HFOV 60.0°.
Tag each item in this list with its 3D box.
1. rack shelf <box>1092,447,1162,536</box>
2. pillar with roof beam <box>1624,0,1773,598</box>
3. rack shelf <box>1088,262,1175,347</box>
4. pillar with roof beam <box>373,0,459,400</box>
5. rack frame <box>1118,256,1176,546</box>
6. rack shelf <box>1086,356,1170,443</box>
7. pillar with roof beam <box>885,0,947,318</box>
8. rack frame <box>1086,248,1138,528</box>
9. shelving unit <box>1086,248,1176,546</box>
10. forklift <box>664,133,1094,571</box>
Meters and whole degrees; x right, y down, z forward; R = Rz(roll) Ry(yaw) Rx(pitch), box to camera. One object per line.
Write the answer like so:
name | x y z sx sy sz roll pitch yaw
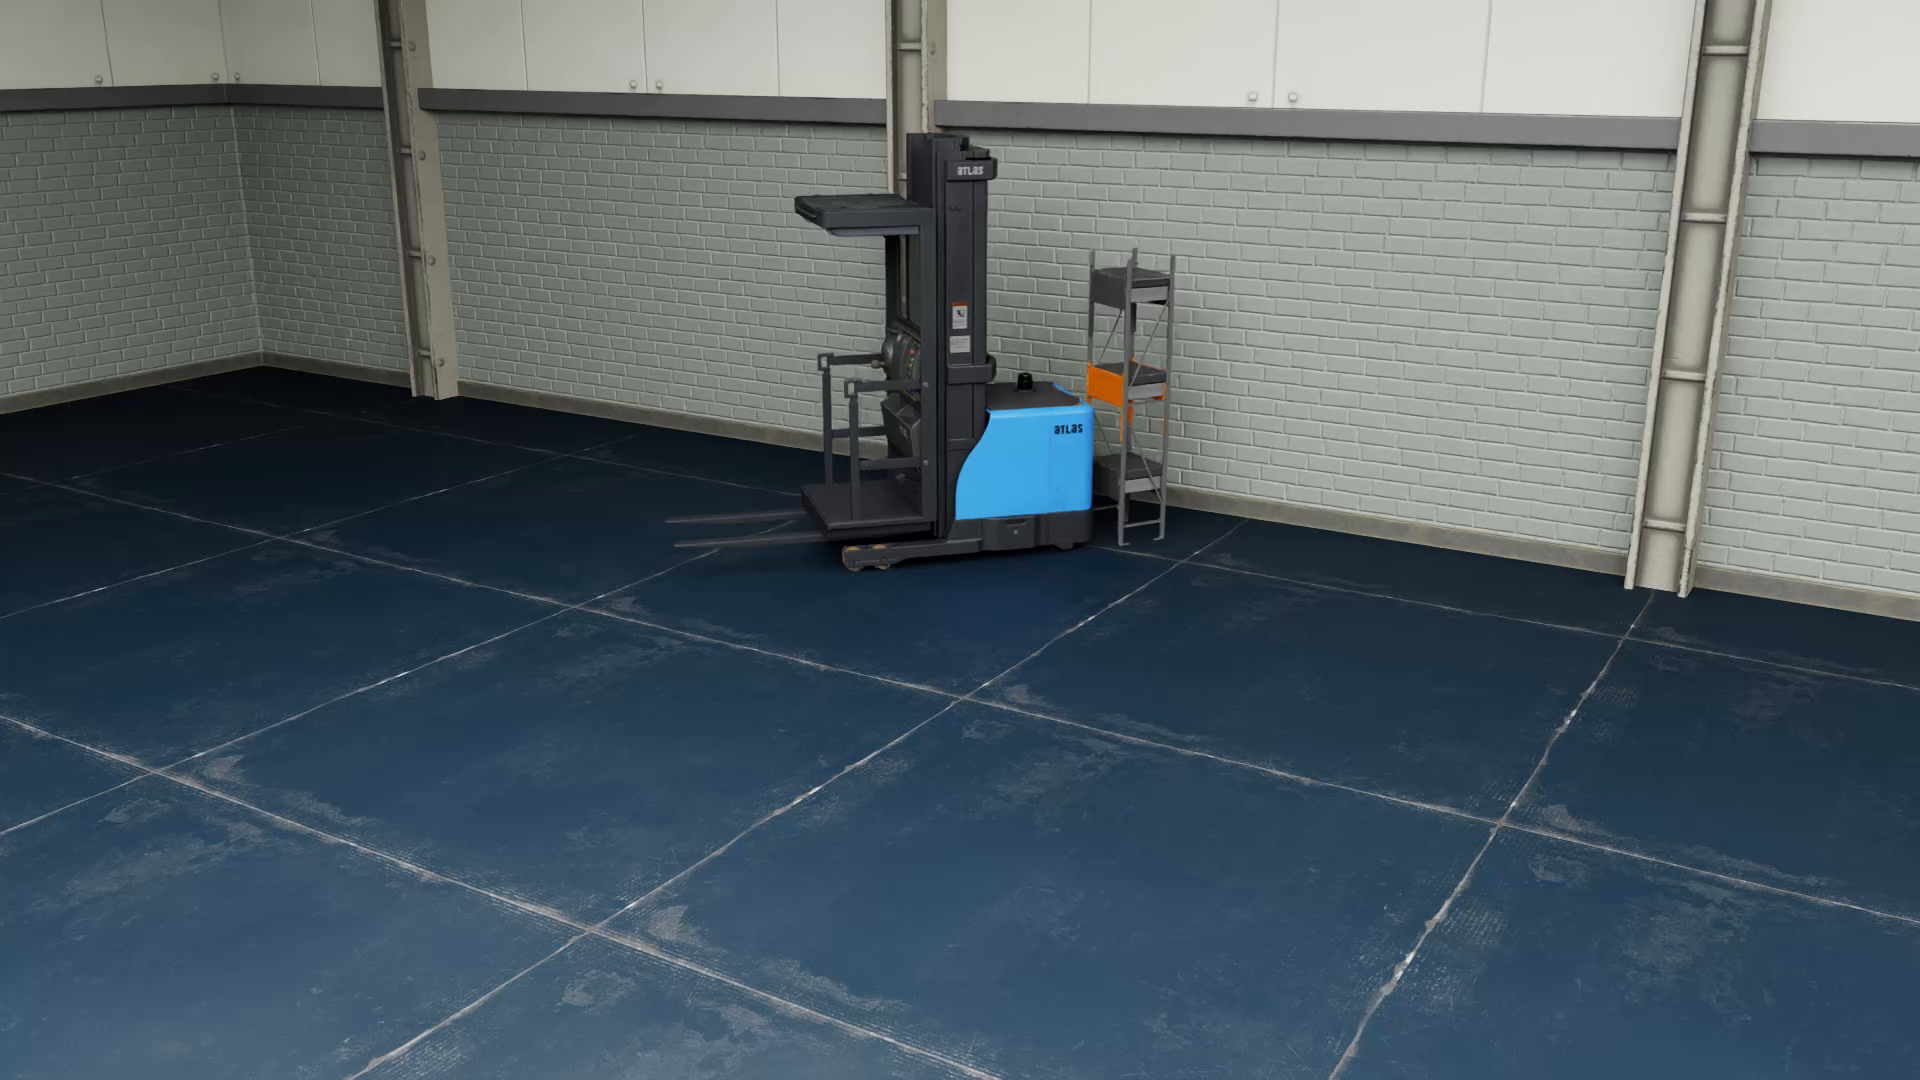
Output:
rack shelf | 1.232 -0.369 12.435 0.431 0.518 0.480 -9 19 -26
pillar with roof beam | 2.510 -2.922 6.518 0.400 9.000 9.100 10 20 30
rack shelf | 1.236 -1.707 12.021 0.431 0.518 0.480 -9 19 -26
pillar with roof beam | -7.715 -4.747 12.527 0.400 9.000 9.100 10 20 30
rack frame | 1.347 -0.987 12.018 0.400 2.100 0.015 -9 19 -26
rack shelf | 1.234 -1.038 12.228 0.431 0.518 0.480 -9 19 -26
pillar with roof beam | -2.602 -3.835 9.522 0.400 9.000 9.100 10 20 30
rack frame | 1.120 -1.115 12.430 0.400 2.100 0.015 -9 19 -26
shelving unit | 1.234 -1.051 12.224 0.431 2.100 0.503 -9 19 -26
forklift | -0.601 -1.355 11.799 3.031 2.935 1.130 -5 17 -15
